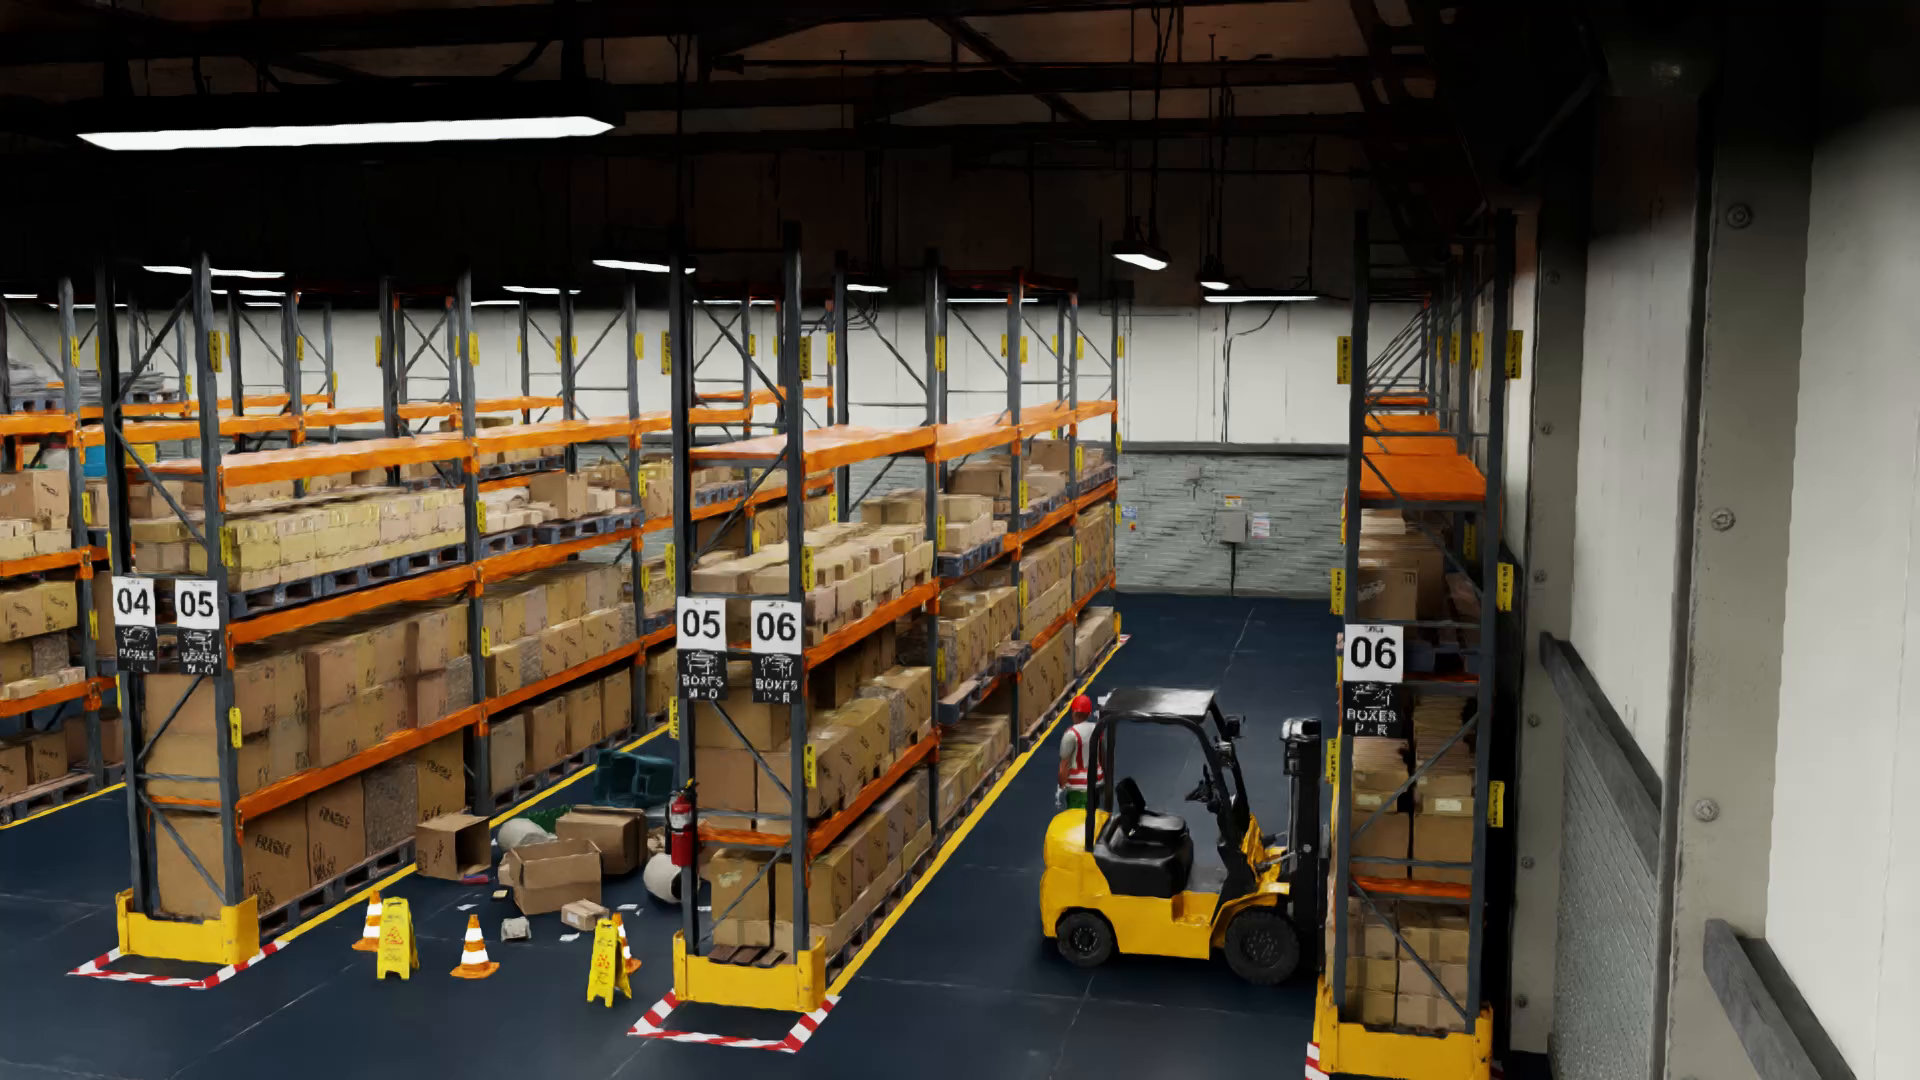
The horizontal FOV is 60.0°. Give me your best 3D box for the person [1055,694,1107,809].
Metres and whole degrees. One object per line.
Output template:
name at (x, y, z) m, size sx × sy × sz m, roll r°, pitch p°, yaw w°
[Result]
person at (1.194, 2.319, 15.773) m, size 0.425 × 1.729 × 0.655 m, roll 7°, pitch 10°, yaw 44°
